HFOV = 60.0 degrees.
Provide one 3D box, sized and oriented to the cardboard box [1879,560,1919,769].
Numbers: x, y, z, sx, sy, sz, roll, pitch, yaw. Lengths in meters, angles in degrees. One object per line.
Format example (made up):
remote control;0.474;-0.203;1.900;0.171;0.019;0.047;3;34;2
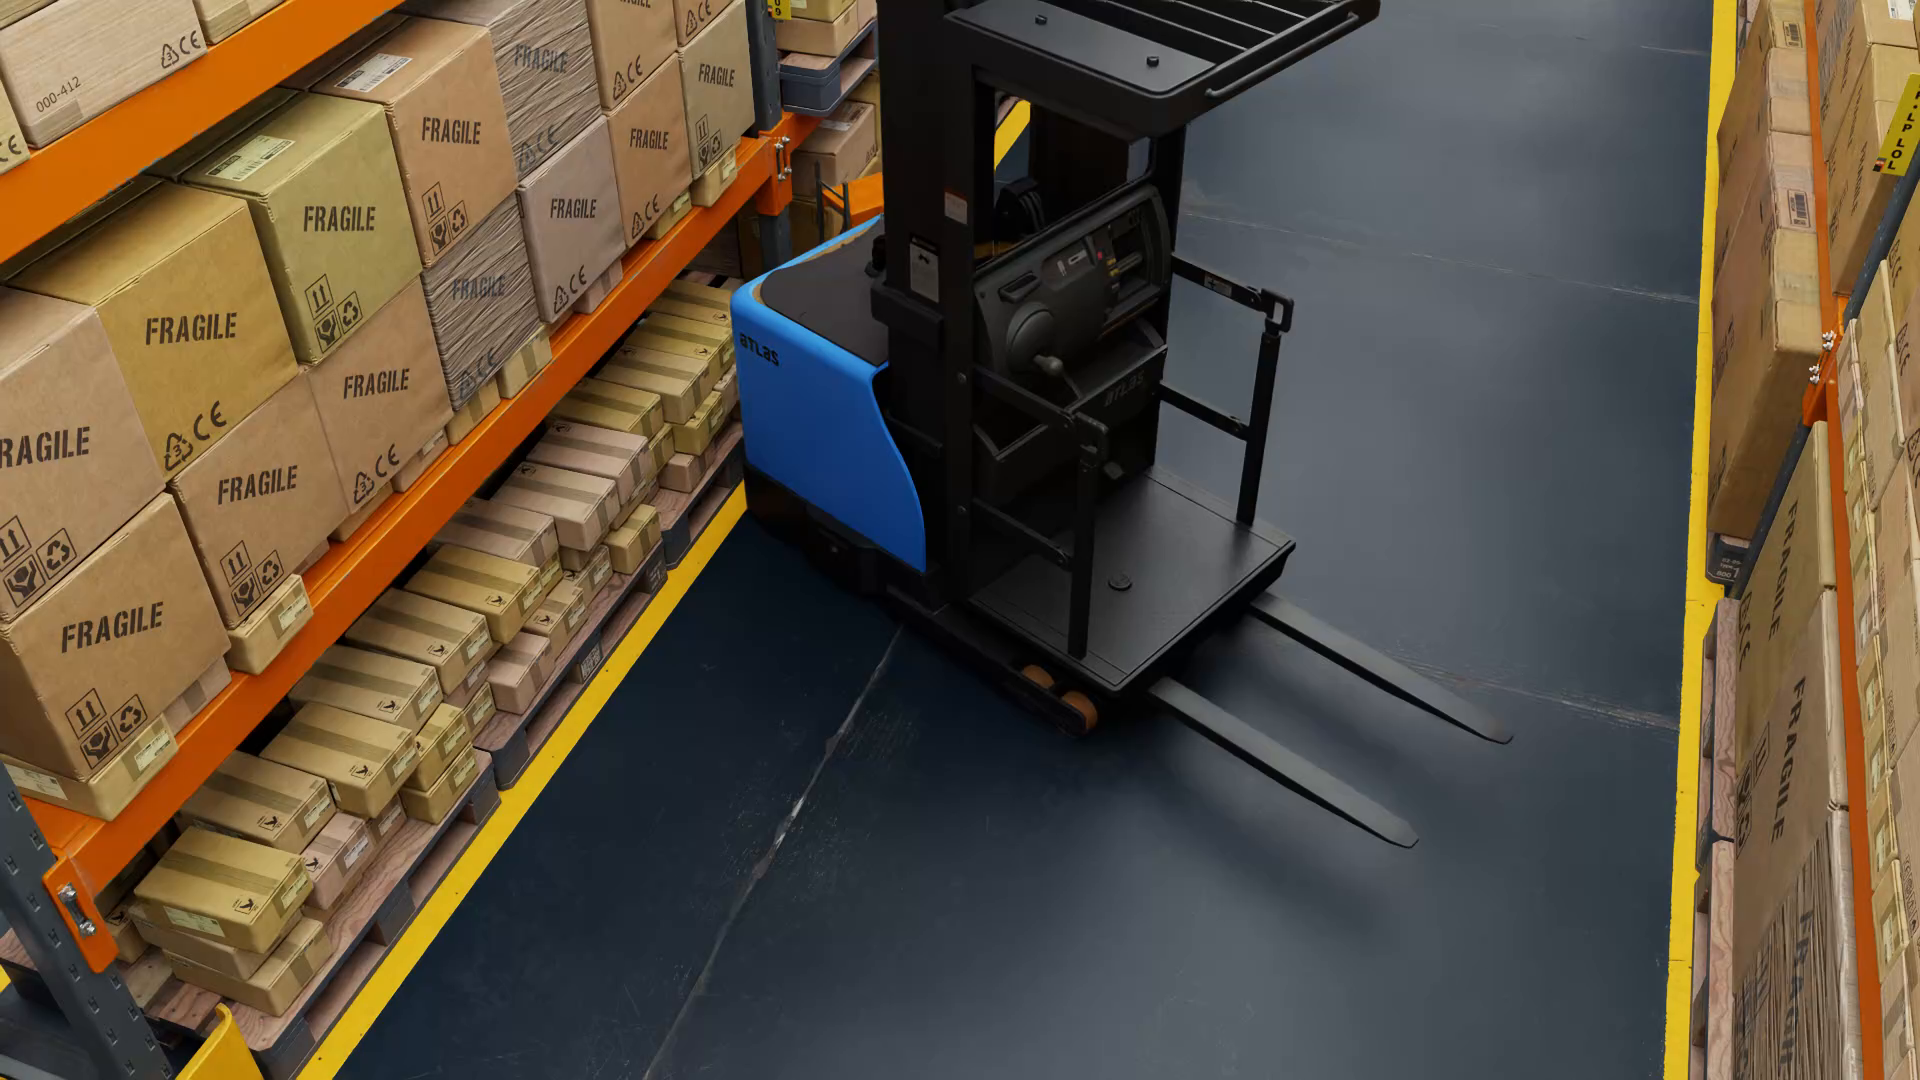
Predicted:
cardboard box;2.491;0.345;3.920;0.500;0.250;0.500;13;42;15

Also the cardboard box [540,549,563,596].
cardboard box;-1.659;0.105;5.960;0.380;0.149;0.250;15;43;17

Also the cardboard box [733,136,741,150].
cardboard box;-1.083;-1.586;6.492;0.380;0.149;0.250;13;42;15

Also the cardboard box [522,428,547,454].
cardboard box;-1.777;-0.451;6.612;0.380;0.149;0.250;11;42;13

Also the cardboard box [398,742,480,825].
cardboard box;-1.812;0.746;5.438;0.380;0.149;0.250;14;42;16

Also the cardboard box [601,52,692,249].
cardboard box;-1.284;-1.385;5.756;0.500;0.500;0.500;12;42;14

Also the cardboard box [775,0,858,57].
cardboard box;-0.639;-2.110;6.782;0.380;0.149;0.250;11;42;13

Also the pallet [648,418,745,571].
pallet;-1.402;-0.430;7.091;1.003;0.211;1.213;13;42;15

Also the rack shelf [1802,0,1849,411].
rack shelf;4.105;-1.692;6.976;1.077;0.370;4.000;13;42;15

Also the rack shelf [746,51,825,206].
rack shelf;-0.522;-2.854;8.338;1.077;0.370;4.000;13;42;15

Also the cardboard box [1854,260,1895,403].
cardboard box;3.014;-0.573;4.997;0.500;0.250;0.500;13;42;14

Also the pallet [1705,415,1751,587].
pallet;3.614;-0.172;6.789;1.003;0.211;1.213;13;42;15

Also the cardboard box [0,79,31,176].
cardboard box;-2.180;-0.769;3.145;0.500;0.250;0.500;15;43;17

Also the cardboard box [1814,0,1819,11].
cardboard box;4.193;-2.672;7.494;0.500;0.500;0.500;12;42;14

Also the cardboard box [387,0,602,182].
cardboard box;-1.472;-1.467;5.082;0.500;0.500;0.500;14;43;16

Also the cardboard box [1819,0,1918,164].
cardboard box;3.672;-1.750;6.413;0.500;0.500;0.500;13;42;15

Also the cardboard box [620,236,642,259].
cardboard box;-1.369;-1.113;5.937;0.380;0.149;0.250;12;42;14

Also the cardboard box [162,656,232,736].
cardboard box;-2.106;0.338;4.236;0.380;0.149;0.250;15;43;17

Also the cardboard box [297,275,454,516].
cardboard box;-1.822;-0.460;4.672;0.500;0.500;0.500;14;42;16

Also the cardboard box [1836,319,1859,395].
cardboard box;3.007;-0.543;5.269;0.380;0.149;0.250;13;42;15

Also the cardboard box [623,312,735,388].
cardboard box;-1.133;-0.770;6.756;0.380;0.149;0.250;14;42;16

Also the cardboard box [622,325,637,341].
cardboard box;-1.630;-0.946;7.192;0.380;0.149;0.250;15;43;17

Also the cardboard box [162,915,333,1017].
cardboard box;-2.093;1.208;4.896;0.380;0.149;0.250;14;42;16

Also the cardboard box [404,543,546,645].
cardboard box;-1.643;0.179;5.644;0.380;0.149;0.250;14;42;16

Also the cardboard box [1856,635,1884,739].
cardboard box;2.476;0.408;4.154;0.380;0.149;0.250;12;42;14

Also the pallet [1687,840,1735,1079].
pallet;2.672;1.508;4.819;1.003;0.211;1.213;13;42;15

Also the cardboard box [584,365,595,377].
cardboard box;-1.708;-0.725;6.704;0.380;0.149;0.250;13;42;14

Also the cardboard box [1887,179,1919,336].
cardboard box;3.017;-0.851;4.745;0.500;0.500;0.500;13;42;15

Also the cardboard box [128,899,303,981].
cardboard box;-2.153;1.081;4.816;0.380;0.149;0.250;15;43;17

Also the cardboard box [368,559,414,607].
cardboard box;-2.139;0.068;5.774;0.380;0.149;0.250;12;42;14

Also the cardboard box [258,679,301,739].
cardboard box;-2.296;0.500;5.497;0.380;0.149;0.250;13;42;15

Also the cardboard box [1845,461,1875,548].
cardboard box;2.740;-0.061;4.704;0.380;0.149;0.250;12;42;14

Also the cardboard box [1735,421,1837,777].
cardboard box;3.120;0.288;5.415;0.875;0.875;0.875;13;42;15

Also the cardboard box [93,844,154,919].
cardboard box;-2.661;0.958;4.960;0.380;0.149;0.250;12;42;14

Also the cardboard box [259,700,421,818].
cardboard box;-1.887;0.666;5.073;0.380;0.149;0.250;13;42;15

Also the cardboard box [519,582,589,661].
cardboard box;-1.577;0.262;6.005;0.380;0.149;0.250;13;42;15

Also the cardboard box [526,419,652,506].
cardboard box;-1.379;-0.290;6.193;0.380;0.149;0.250;11;42;13

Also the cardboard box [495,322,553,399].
cardboard box;-1.550;-0.617;5.355;0.380;0.149;0.250;14;42;16

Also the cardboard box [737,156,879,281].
cardboard box;-0.704;-1.509;7.809;0.500;0.500;0.500;15;43;17

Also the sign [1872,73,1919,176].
sign;2.908;-1.270;5.097;0.100;0.325;0.005;13;42;15

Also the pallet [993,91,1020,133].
pallet;-0.106;-2.810;9.882;1.003;0.211;1.213;13;42;15

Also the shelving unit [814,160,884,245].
shelving unit;-0.309;-1.095;7.108;0.503;1.200;0.258;-24;46;-26

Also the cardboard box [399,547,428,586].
cardboard box;-2.147;-0.004;6.088;0.380;0.149;0.250;14;42;16

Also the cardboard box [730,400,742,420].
cardboard box;-1.019;-0.668;7.095;0.380;0.149;0.250;14;42;16

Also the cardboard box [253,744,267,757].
cardboard box;-2.425;0.768;5.412;0.380;0.149;0.250;13;42;15

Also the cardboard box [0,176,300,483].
cardboard box;-2.004;-0.524;3.976;0.500;0.500;0.500;14;43;16

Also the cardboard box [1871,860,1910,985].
cardboard box;2.213;0.876;3.605;0.380;0.149;0.250;12;42;14

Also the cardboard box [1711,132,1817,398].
cardboard box;3.926;-1.037;6.968;1.225;0.875;0.875;12;42;14

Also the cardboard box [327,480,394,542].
cardboard box;-1.888;-0.163;4.823;0.380;0.149;0.250;13;42;15

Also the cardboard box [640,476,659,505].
cardboard box;-1.421;-0.219;6.569;0.380;0.149;0.250;12;42;14

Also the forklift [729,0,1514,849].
forklift;0.545;-0.797;5.426;3.031;2.935;1.130;31;49;31

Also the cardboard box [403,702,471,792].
cardboard box;-1.816;0.625;5.350;0.380;0.149;0.250;15;43;16

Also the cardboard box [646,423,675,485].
cardboard box;-1.348;-0.367;6.513;0.380;0.149;0.250;14;42;15

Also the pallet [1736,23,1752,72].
pallet;5.057;-2.601;9.635;1.003;0.211;1.213;13;42;15

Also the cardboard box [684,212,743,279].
cardboard box;-1.189;-1.624;7.945;0.500;0.500;0.500;13;42;14
